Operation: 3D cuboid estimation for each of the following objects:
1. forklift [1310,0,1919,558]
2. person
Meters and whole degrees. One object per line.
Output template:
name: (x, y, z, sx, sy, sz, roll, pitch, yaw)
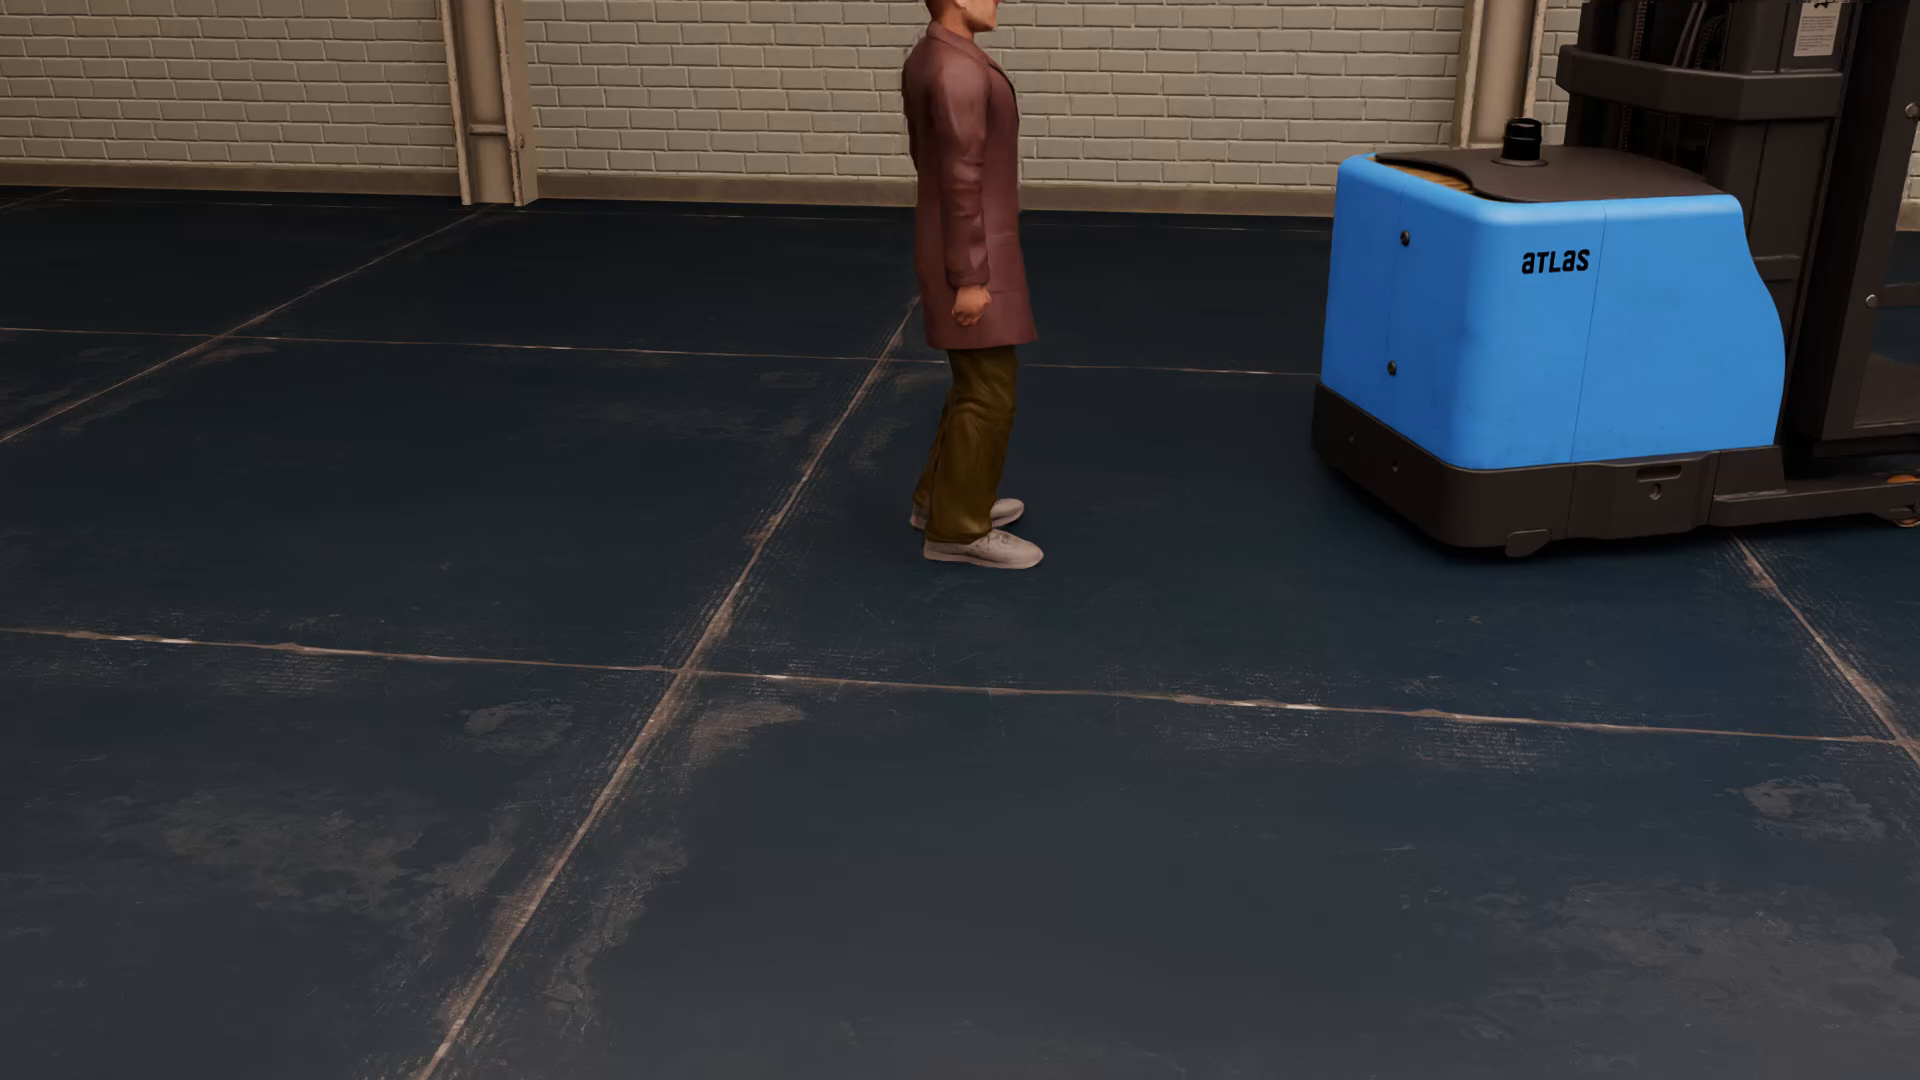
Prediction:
forklift: (2.792, -1.585, 5.190, 3.031, 2.935, 1.130, -5, 23, -13)
person: (0.043, -0.825, 4.895, 0.384, 1.772, 0.645, -4, 22, -10)
